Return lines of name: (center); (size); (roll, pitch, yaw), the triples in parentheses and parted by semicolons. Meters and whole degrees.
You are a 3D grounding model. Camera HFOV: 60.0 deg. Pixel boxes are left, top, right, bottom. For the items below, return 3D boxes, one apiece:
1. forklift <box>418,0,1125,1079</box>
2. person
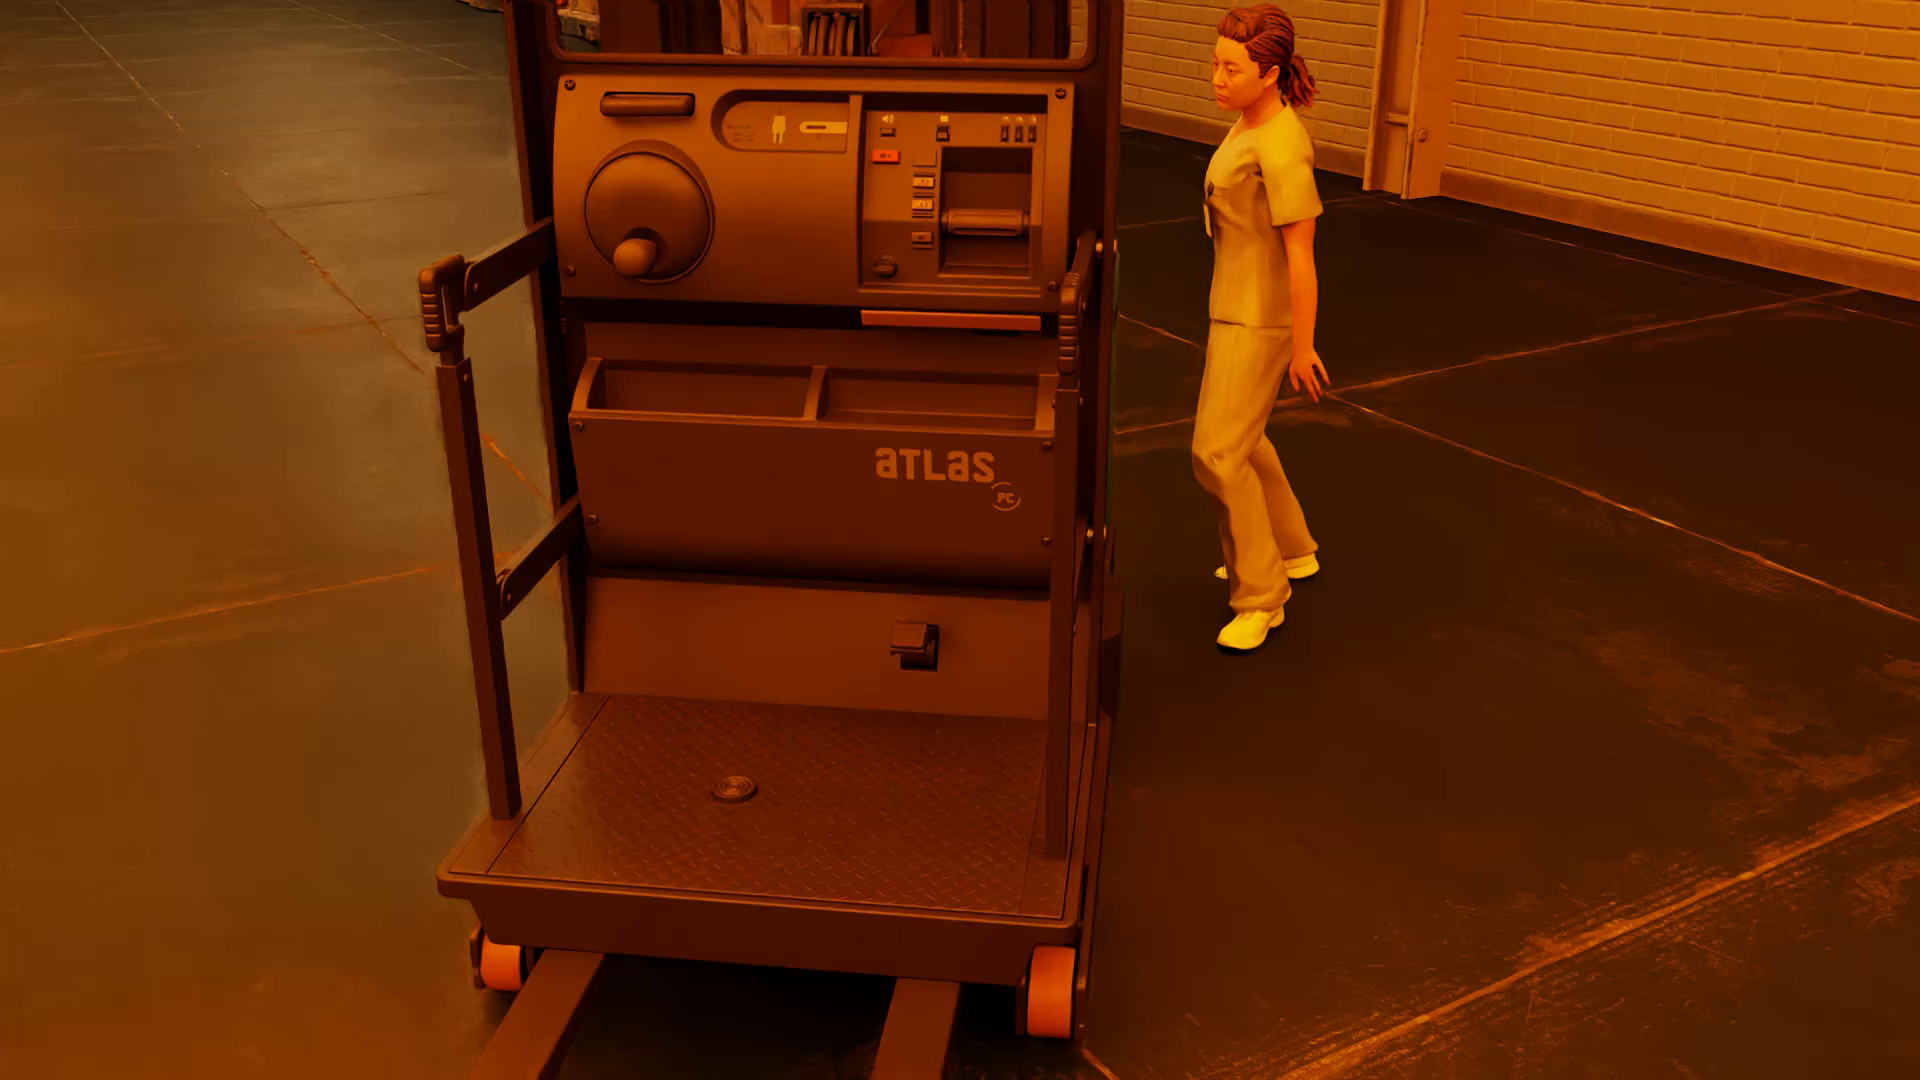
forklift: (-0.291, -0.608, 2.754); (1.130, 2.935, 3.031); (3, 22, 7)
person: (0.832, -0.574, 4.455); (0.424, 1.636, 0.799); (1, 22, 3)
